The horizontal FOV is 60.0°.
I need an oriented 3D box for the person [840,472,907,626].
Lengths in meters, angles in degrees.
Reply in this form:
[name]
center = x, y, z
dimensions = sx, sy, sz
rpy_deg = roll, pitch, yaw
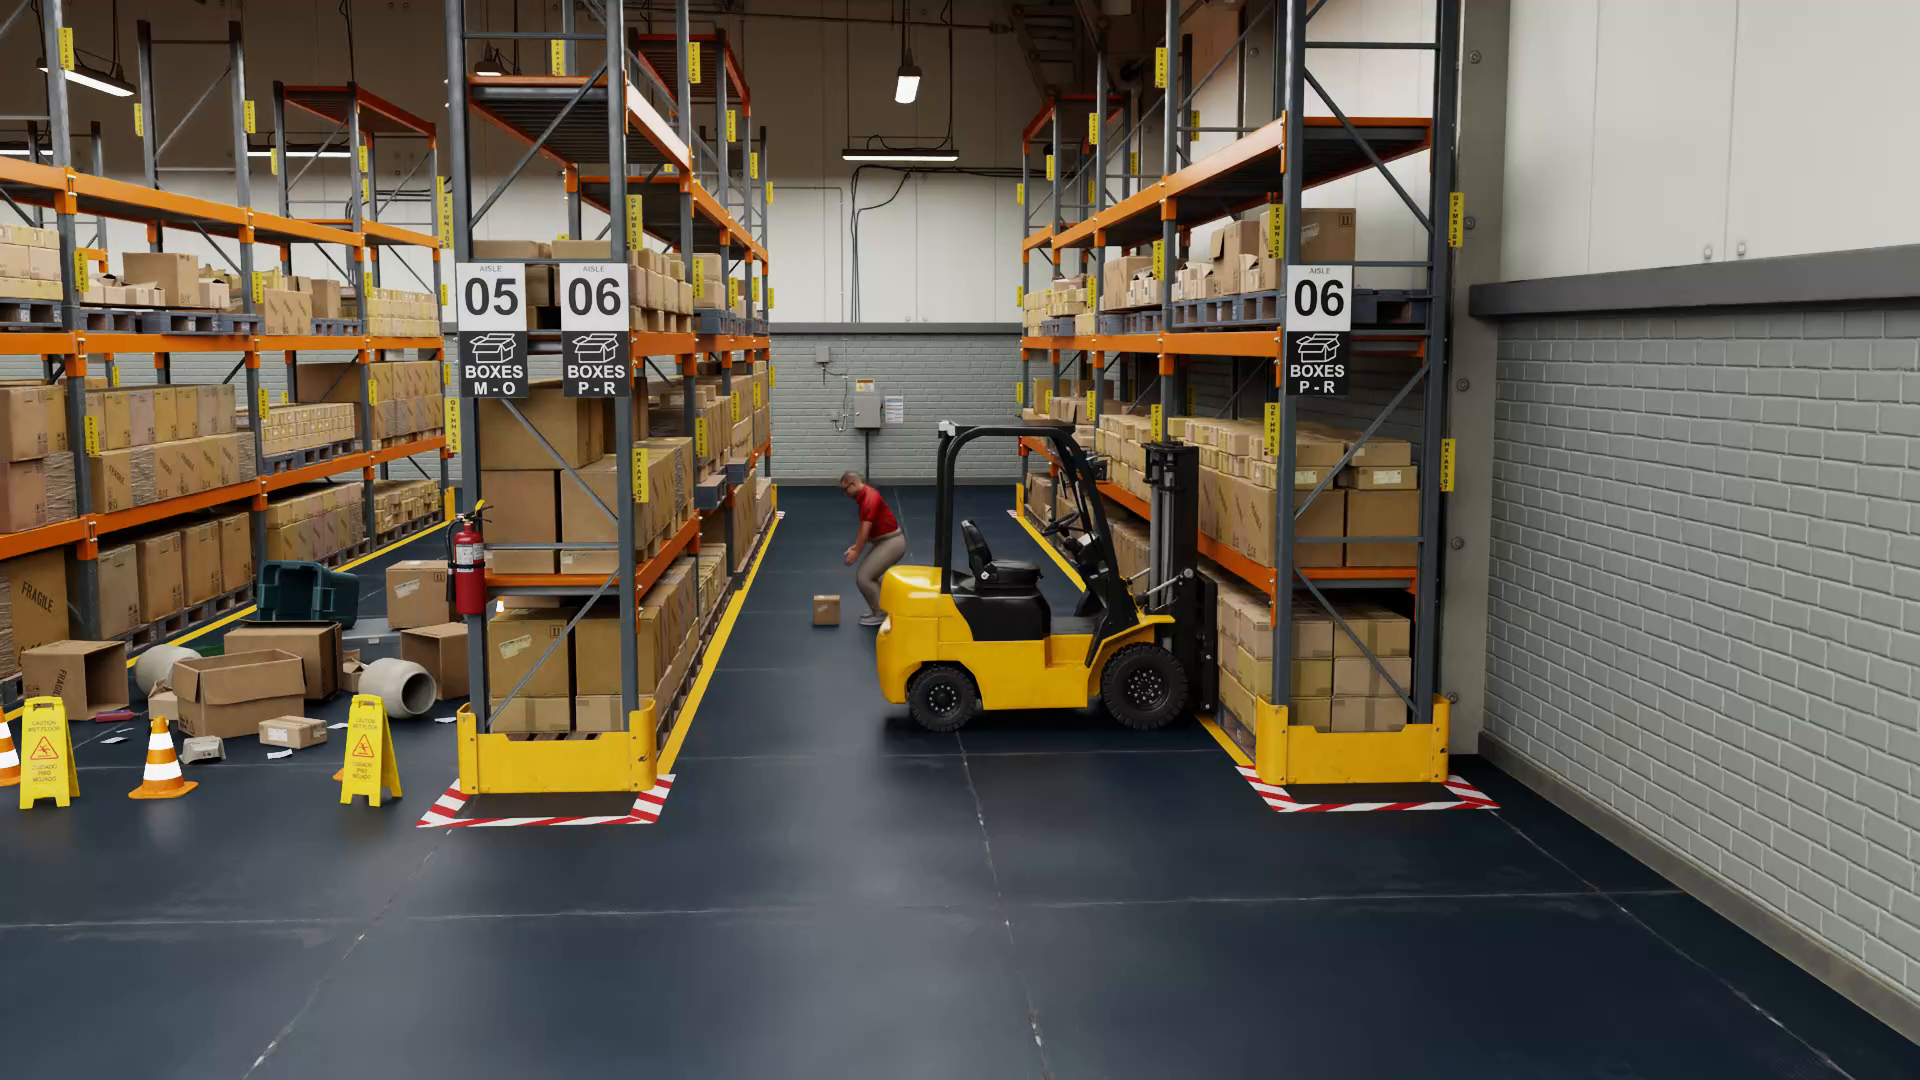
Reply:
[person]
center = -0.841, 0.076, 16.211
dimensions = 0.644, 1.494, 0.587
rpy_deg = 0, 7, -3
